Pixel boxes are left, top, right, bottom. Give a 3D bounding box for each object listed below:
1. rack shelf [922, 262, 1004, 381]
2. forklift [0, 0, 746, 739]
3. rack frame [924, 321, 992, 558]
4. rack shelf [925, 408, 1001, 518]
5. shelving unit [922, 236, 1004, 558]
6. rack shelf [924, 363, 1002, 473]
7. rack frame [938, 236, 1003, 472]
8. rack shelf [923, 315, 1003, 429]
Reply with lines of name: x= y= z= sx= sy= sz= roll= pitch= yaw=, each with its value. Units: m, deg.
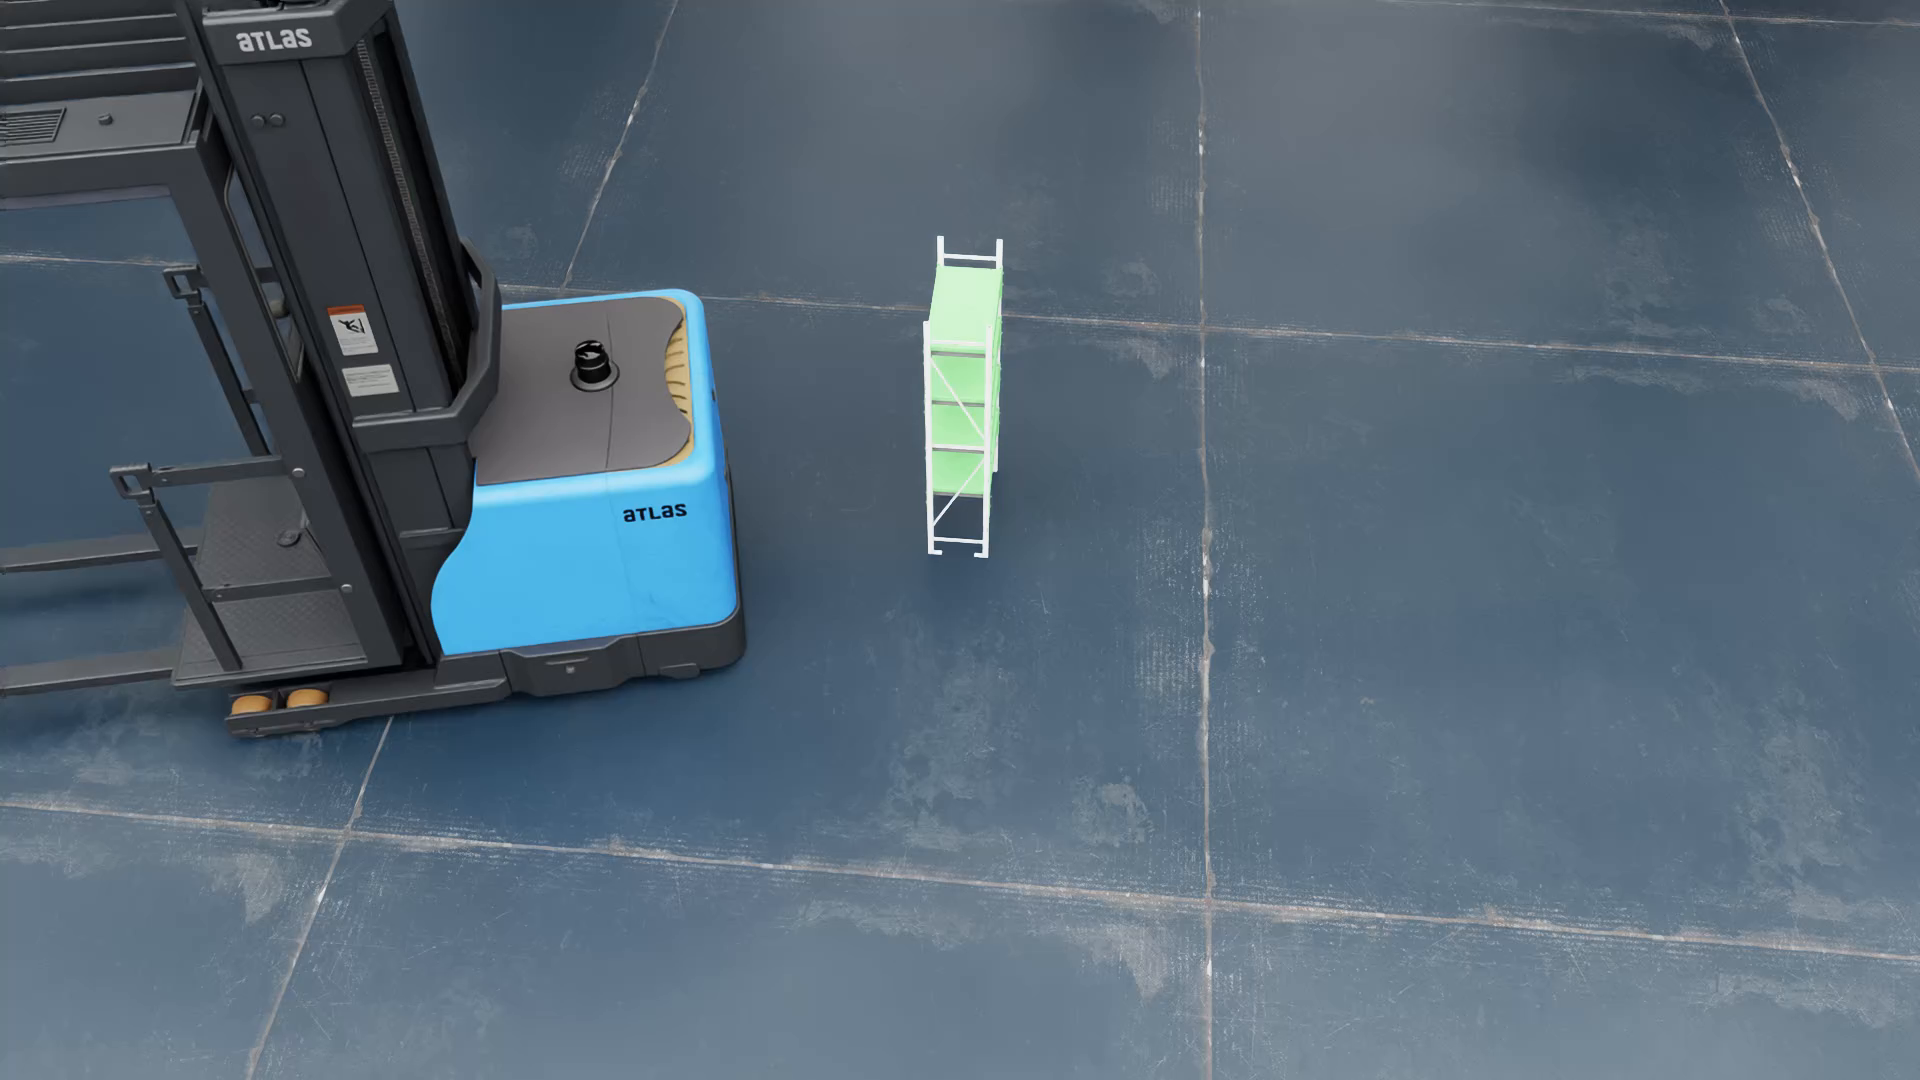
rack shelf: x=0.015 y=-0.807 z=6.111 sx=0.258 sy=0.148 sz=0.480 roll=4 pitch=48 yaw=4
forklift: x=-2.371 y=-0.688 z=5.393 sx=3.031 sy=2.935 sz=1.130 roll=-7 pitch=48 yaw=-6
rack frame: x=-0.007 y=-0.347 z=6.255 sx=0.240 sy=1.200 sz=0.015 roll=4 pitch=48 yaw=4
rack shelf: x=0.015 y=-0.321 z=6.643 sx=0.258 sy=0.148 sz=0.480 roll=4 pitch=48 yaw=4
shelving unit: x=0.015 y=-0.527 z=6.419 sx=0.258 sy=1.200 sz=0.503 roll=4 pitch=48 yaw=4
rack shelf: x=0.015 y=-0.483 z=6.466 sx=0.258 sy=0.148 sz=0.480 roll=4 pitch=48 yaw=4
rack frame: x=0.037 y=-0.706 z=6.583 sx=0.240 sy=1.200 sz=0.015 roll=4 pitch=48 yaw=4
rack shelf: x=0.015 y=-0.645 z=6.289 sx=0.258 sy=0.148 sz=0.480 roll=4 pitch=48 yaw=4
